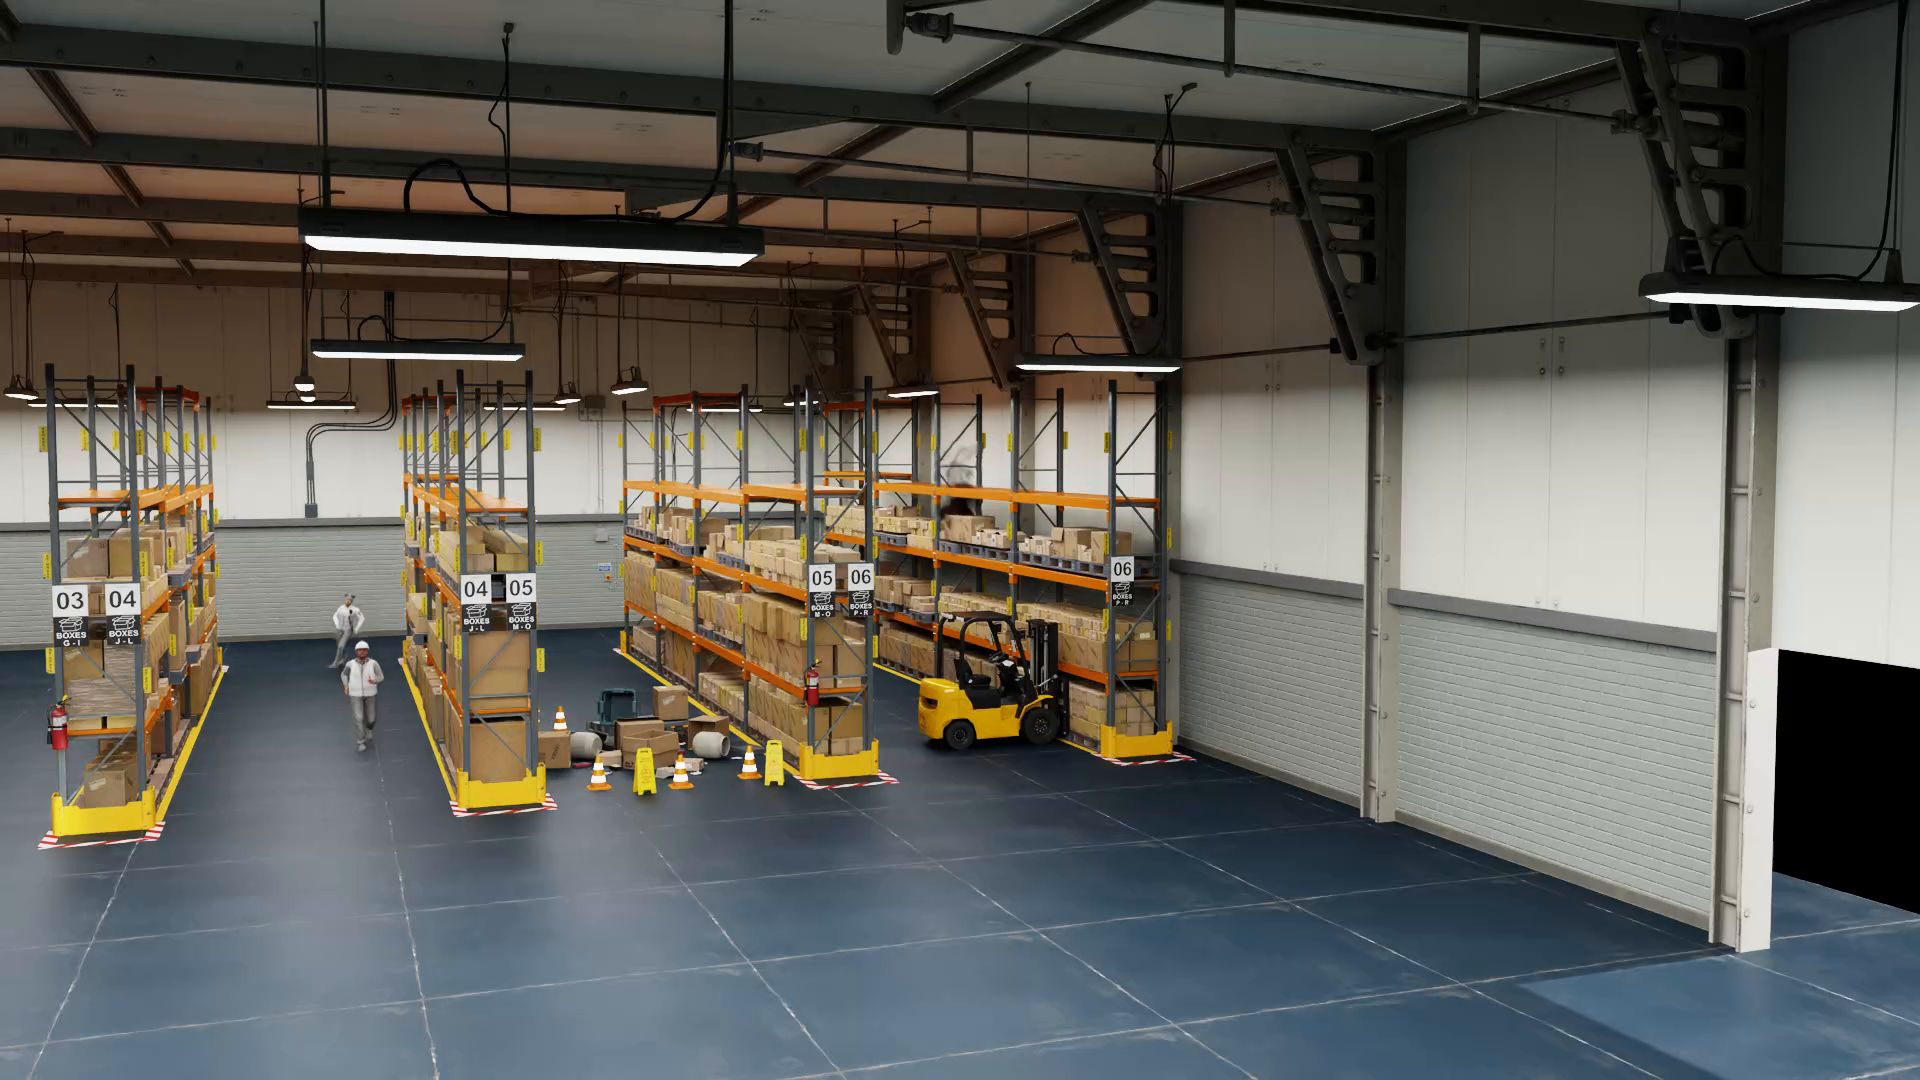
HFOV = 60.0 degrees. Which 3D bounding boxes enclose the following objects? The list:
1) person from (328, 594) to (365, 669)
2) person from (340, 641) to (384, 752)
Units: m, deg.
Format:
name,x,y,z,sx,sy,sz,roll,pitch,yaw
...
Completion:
name,x,y,z,sx,sy,sz,roll,pitch,yaw
person,-13.627,2.005,36.930,0.705,1.640,0.861,1,3,9
person,-9.758,2.531,27.169,0.667,1.750,0.915,-1,4,-22
